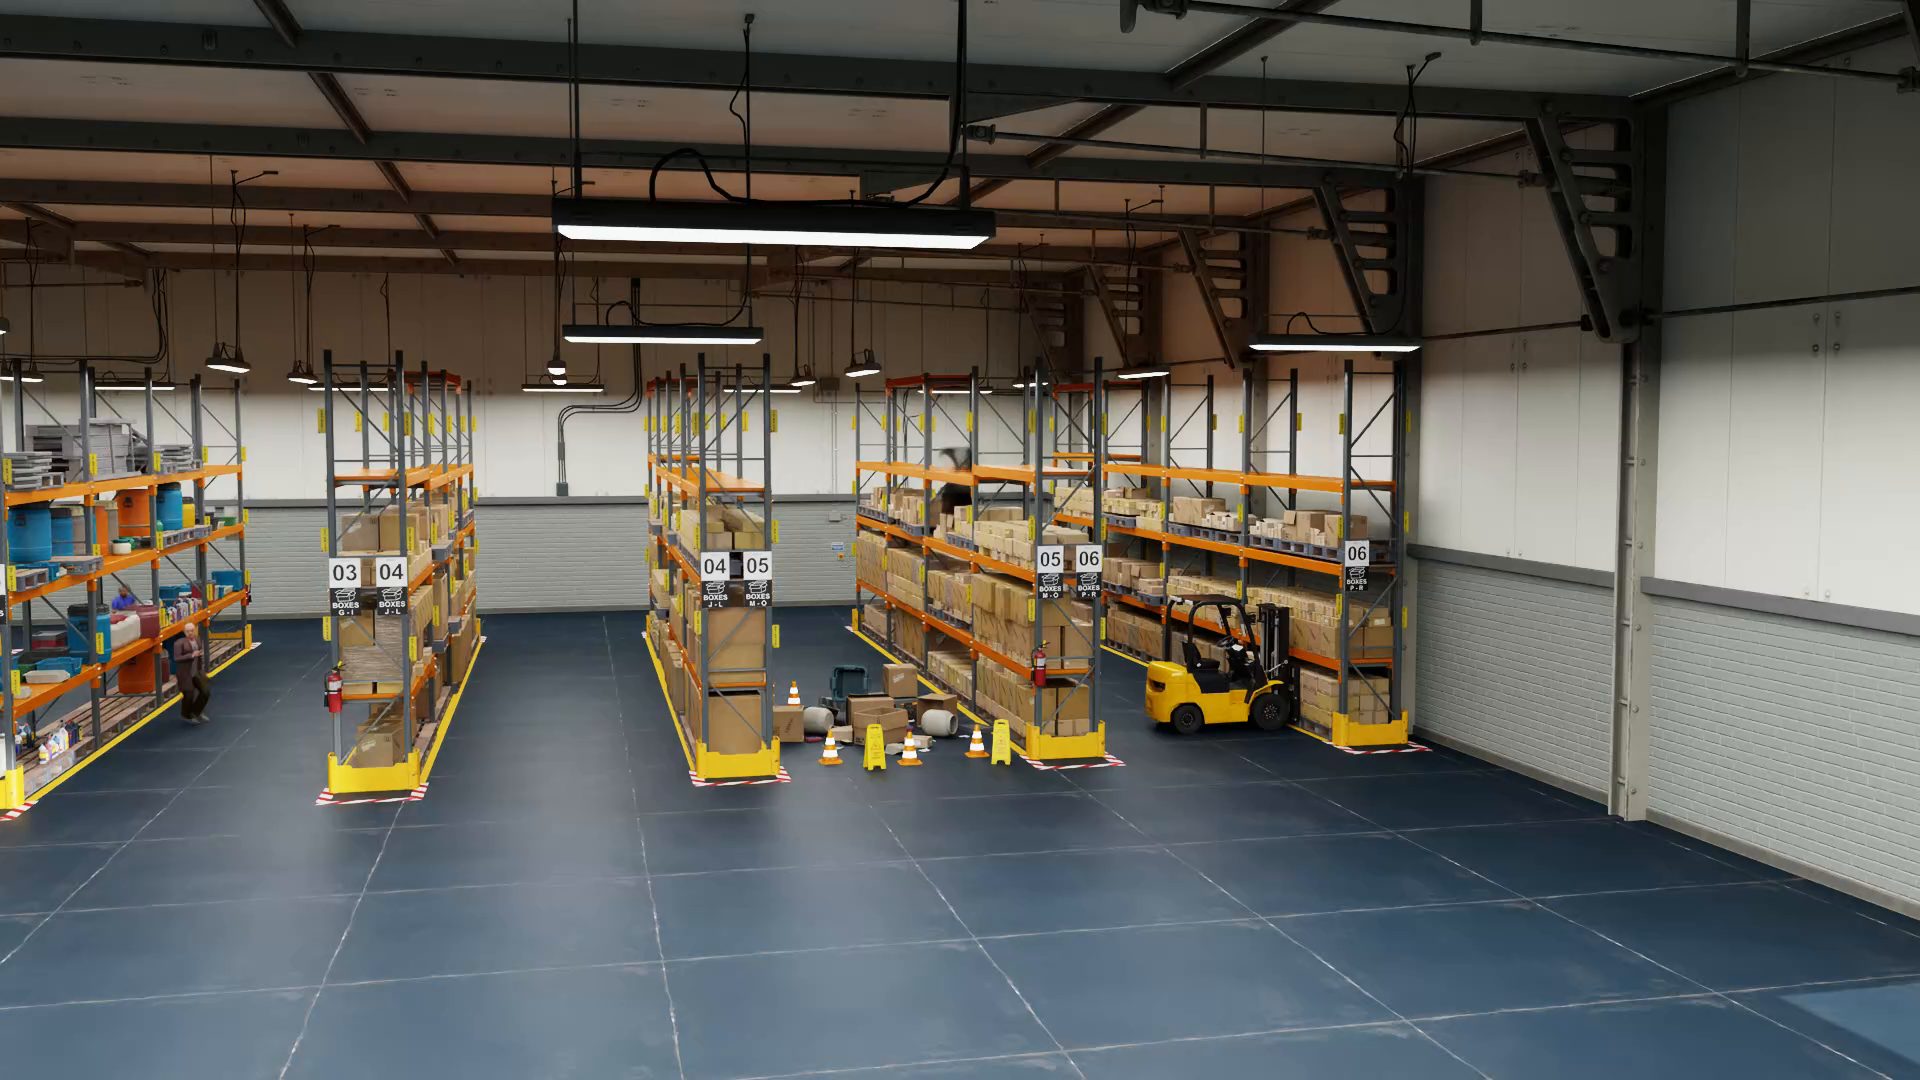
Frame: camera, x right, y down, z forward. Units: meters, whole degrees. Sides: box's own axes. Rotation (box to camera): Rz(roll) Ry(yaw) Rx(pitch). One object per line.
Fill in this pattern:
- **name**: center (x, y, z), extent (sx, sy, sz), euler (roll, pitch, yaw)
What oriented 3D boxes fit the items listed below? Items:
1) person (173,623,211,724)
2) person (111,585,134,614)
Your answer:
- **person**: center (-12.756, 2.236, 27.523), extent (0.940, 1.743, 0.671), euler (3, 5, 36)
- **person**: center (-17.724, 1.747, 35.234), extent (0.508, 1.605, 0.842), euler (-3, 5, -34)
